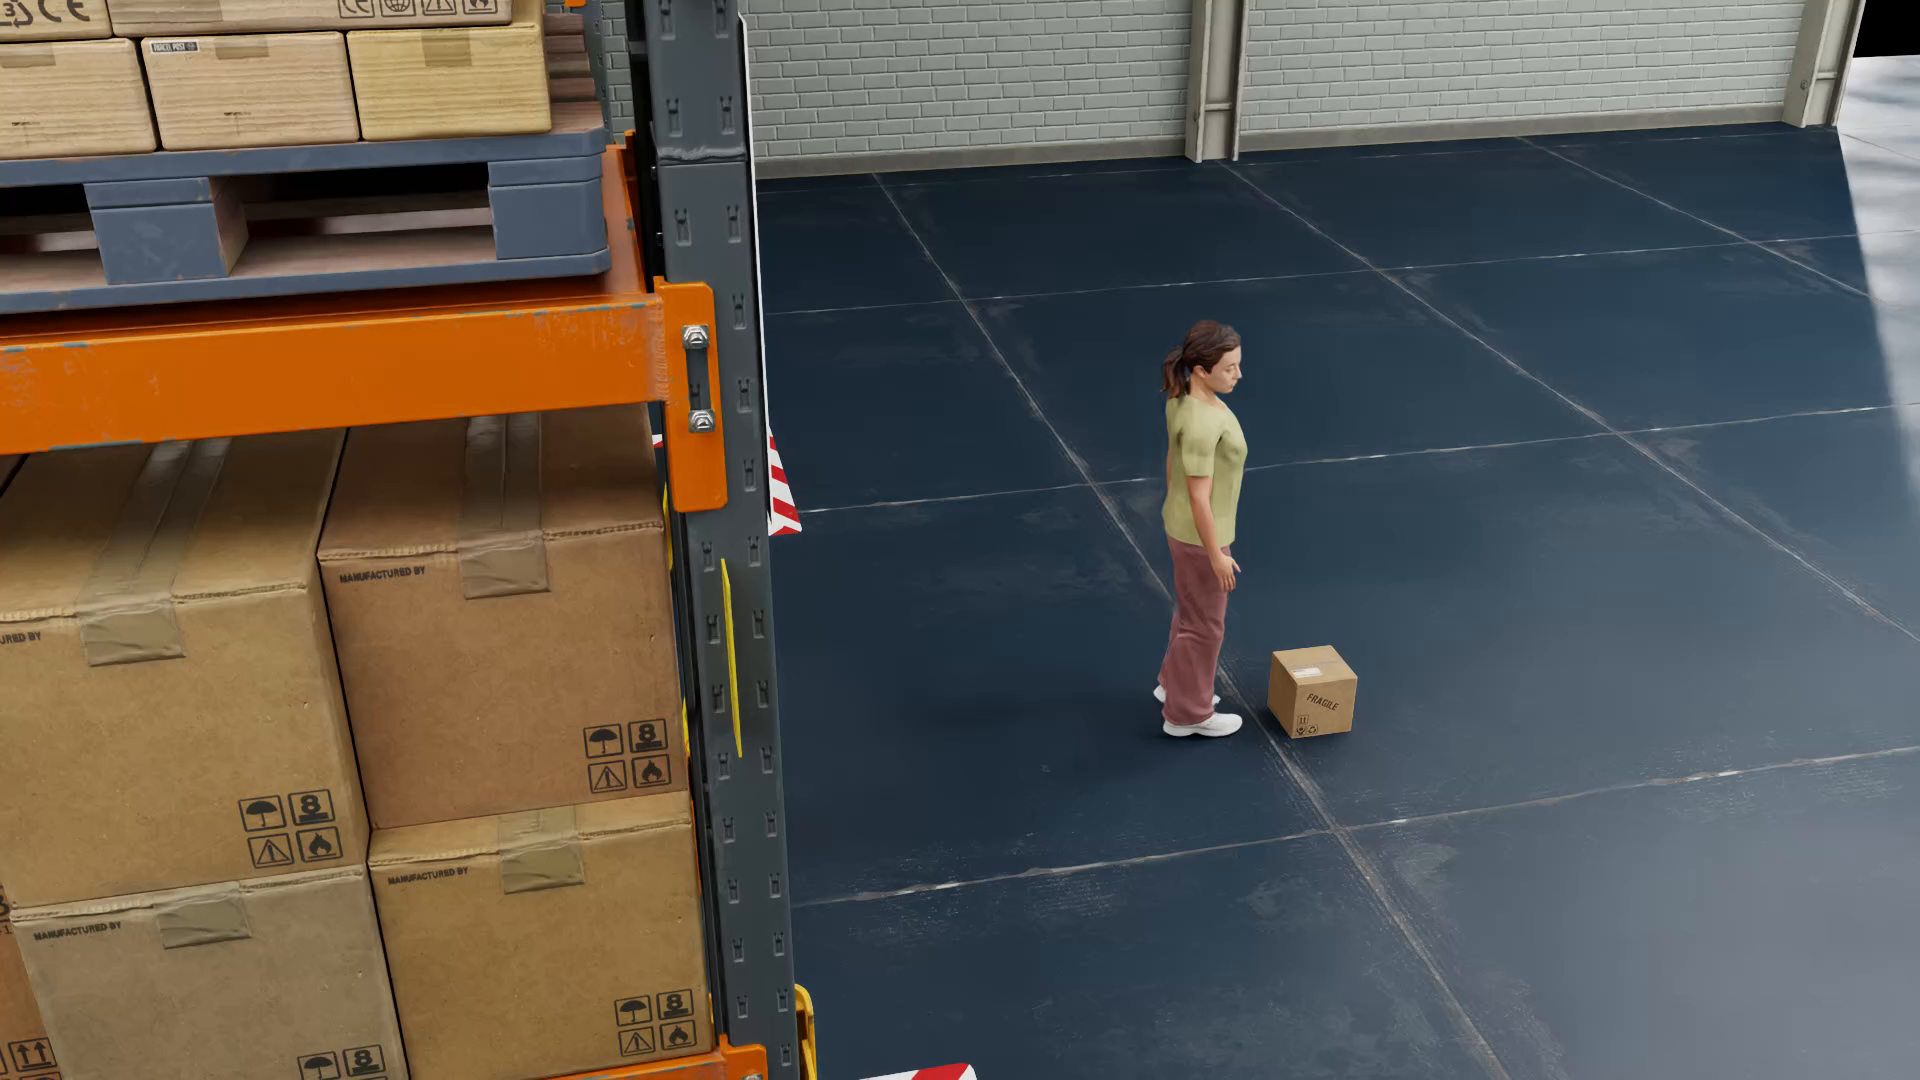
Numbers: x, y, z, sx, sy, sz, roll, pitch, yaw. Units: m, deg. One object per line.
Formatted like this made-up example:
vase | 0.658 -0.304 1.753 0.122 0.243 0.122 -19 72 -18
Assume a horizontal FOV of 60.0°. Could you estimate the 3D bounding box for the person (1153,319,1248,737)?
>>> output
person | 0.894 0.005 6.123 0.404 1.725 0.519 -1 27 -1
